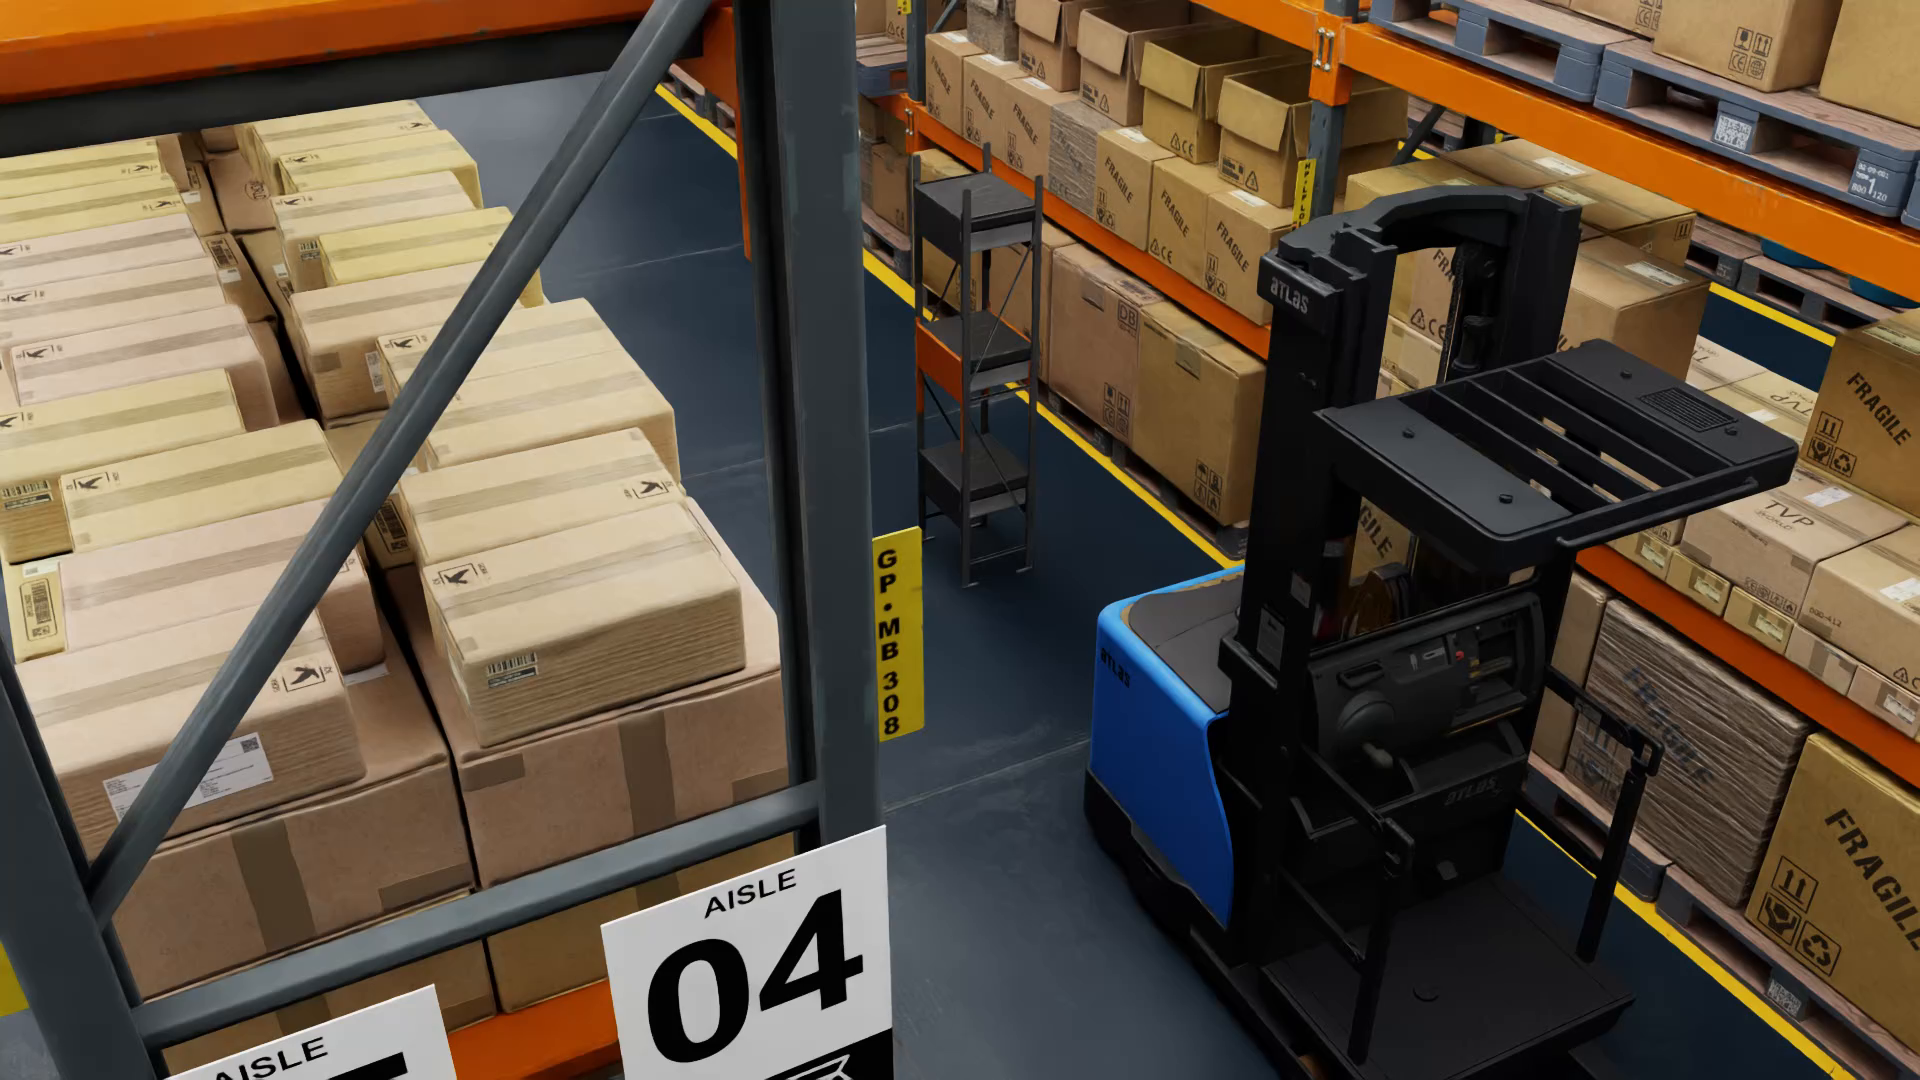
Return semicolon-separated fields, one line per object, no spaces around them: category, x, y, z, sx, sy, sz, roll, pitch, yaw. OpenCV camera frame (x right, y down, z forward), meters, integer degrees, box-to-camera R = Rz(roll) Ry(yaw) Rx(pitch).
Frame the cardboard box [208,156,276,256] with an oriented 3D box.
cardboard box;-1.519;-0.765;4.058;0.500;0.250;0.500;-14;35;-21

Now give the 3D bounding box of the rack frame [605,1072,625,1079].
rack frame;-0.574;1.900;3.004;1.000;3.000;0.127;-16;36;-23

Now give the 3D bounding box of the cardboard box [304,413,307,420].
cardboard box;-1.282;-0.323;3.832;0.500;0.250;0.500;-16;36;-23

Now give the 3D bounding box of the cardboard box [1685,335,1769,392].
cardboard box;2.916;-0.636;6.826;0.500;0.250;0.500;-15;36;-22

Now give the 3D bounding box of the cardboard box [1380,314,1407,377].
cardboard box;1.983;-0.981;7.363;0.500;0.250;0.500;-17;36;-24

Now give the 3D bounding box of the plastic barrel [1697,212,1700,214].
plastic barrel;5.282;-2.757;12.118;0.600;0.588;0.708;-16;36;-23

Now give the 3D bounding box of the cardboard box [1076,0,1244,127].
cardboard box;1.077;-2.599;9.003;0.797;0.503;0.637;-15;35;-22

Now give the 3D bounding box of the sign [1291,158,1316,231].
sign;1.520;-1.522;7.345;0.100;0.325;0.005;-16;36;-23

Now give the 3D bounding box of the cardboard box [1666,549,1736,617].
cardboard box;2.805;0.108;6.033;0.380;0.149;0.250;-16;36;-23

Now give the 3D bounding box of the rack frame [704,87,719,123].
rack frame;-1.734;-5.026;13.815;1.000;3.000;0.127;-16;36;-23

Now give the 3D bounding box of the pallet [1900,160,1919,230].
pallet;3.506;-0.877;4.640;1.003;0.211;1.213;-16;36;-23

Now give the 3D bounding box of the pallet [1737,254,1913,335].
pallet;6.055;-1.659;11.144;1.003;0.211;1.213;-16;36;-23

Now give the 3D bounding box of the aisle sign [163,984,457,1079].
aisle sign;-0.805;0.915;2.131;0.394;0.787;0.004;-16;36;-23

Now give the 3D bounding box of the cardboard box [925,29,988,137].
cardboard box;0.117;-2.859;10.340;0.500;0.500;0.500;-15;35;-22

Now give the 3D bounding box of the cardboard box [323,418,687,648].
cardboard box;-0.793;-0.034;2.918;0.500;0.250;0.500;-16;36;-24

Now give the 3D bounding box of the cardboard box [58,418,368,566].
cardboard box;-1.138;-0.028;2.539;0.380;0.149;0.250;-17;36;-25

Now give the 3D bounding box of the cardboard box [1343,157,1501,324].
cardboard box;1.993;-1.294;7.157;0.500;0.500;0.500;-16;36;-23

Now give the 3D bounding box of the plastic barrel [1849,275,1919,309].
plastic barrel;6.139;-2.012;10.665;0.600;0.901;0.708;-16;36;-23

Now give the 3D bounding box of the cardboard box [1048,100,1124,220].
cardboard box;0.833;-2.131;9.203;0.500;0.500;0.500;-16;36;-23

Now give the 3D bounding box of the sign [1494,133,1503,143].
sign;2.486;-1.747;7.820;0.100;0.325;0.005;-16;36;-23

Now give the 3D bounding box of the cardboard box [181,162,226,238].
cardboard box;-1.976;-0.647;3.874;0.500;0.250;0.500;-15;36;-22

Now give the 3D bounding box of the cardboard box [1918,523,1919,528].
cardboard box;3.628;0.095;5.685;0.500;0.250;0.500;-16;36;-24

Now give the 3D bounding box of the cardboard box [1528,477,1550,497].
cardboard box;2.444;-0.260;6.607;0.380;0.149;0.250;-15;36;-23

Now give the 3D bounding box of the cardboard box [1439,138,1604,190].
cardboard box;2.447;-1.434;7.376;0.500;0.500;0.500;-15;36;-22

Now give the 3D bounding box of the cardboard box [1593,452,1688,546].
cardboard box;2.680;-0.259;6.237;0.500;0.250;0.500;-16;36;-23

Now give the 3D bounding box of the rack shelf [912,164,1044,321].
rack shelf;0.077;-1.383;7.690;0.431;0.518;0.480;-16;36;-23

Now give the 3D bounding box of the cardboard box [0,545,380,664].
cardboard box;-1.253;0.090;2.724;0.500;0.250;0.500;-17;36;-24

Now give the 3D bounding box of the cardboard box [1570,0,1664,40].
cardboard box;2.661;-2.117;5.918;0.700;0.500;0.500;-14;35;-21

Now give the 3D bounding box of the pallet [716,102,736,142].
pallet;-1.370;-3.481;13.988;1.003;0.211;1.213;-16;36;-23

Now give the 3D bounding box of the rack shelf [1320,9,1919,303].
rack shelf;2.928;-1.214;5.751;1.077;0.370;4.000;-16;36;-23

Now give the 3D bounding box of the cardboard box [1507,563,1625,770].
cardboard box;2.653;0.274;7.122;0.875;0.875;0.875;-16;36;-23

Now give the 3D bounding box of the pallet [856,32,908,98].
pallet;-0.296;-3.350;11.376;1.213;0.211;1.003;-16;36;-23

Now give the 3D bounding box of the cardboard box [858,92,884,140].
cardboard box;-0.464;-3.129;12.067;0.500;0.250;0.500;-12;35;-18

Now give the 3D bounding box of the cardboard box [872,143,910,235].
cardboard box;-0.199;-2.565;11.882;0.700;0.500;0.500;-18;37;-26

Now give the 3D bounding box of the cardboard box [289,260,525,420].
cardboard box;-1.015;-0.377;3.083;0.380;0.149;0.250;-15;36;-22

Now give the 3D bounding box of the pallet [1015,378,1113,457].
pallet;0.997;-0.967;10.063;1.003;0.211;1.213;-16;36;-23

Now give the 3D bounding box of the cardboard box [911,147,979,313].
cardboard box;0.434;-2.065;10.773;1.225;0.875;0.875;-18;37;-25

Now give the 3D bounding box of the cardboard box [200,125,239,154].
cardboard box;-1.750;-1.122;4.247;0.380;0.149;0.250;-15;35;-21

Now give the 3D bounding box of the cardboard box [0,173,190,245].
cardboard box;-1.814;-0.627;3.473;0.380;0.149;0.250;-17;36;-25

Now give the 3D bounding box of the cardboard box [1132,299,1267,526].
cardboard box;1.680;-0.791;8.785;1.225;0.875;0.875;-16;36;-23

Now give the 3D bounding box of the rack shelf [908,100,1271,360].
rack shelf;1.063;-1.860;9.540;1.077;0.370;4.000;-16;36;-23

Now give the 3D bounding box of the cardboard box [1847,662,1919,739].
cardboard box;3.164;0.475;5.461;0.380;0.149;0.250;-16;36;-23

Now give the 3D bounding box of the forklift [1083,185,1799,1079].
forklift;1.618;0.519;5.223;1.130;2.935;3.031;-15;36;-22

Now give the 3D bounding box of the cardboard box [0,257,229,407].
cardboard box;-1.558;-0.383;3.092;0.380;0.149;0.250;-15;36;-22

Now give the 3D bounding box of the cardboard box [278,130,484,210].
cardboard box;-1.289;-0.781;3.713;0.380;0.149;0.250;-17;36;-24

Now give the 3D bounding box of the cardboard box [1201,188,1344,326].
cardboard box;1.536;-1.405;8.070;0.500;0.500;0.500;-16;36;-23

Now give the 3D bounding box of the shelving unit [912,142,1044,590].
shelving unit;0.077;-0.805;8.060;0.431;2.100;0.503;-16;36;-23

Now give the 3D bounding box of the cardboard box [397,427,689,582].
cardboard box;-0.627;-0.017;2.521;0.380;0.149;0.250;-14;35;-21
